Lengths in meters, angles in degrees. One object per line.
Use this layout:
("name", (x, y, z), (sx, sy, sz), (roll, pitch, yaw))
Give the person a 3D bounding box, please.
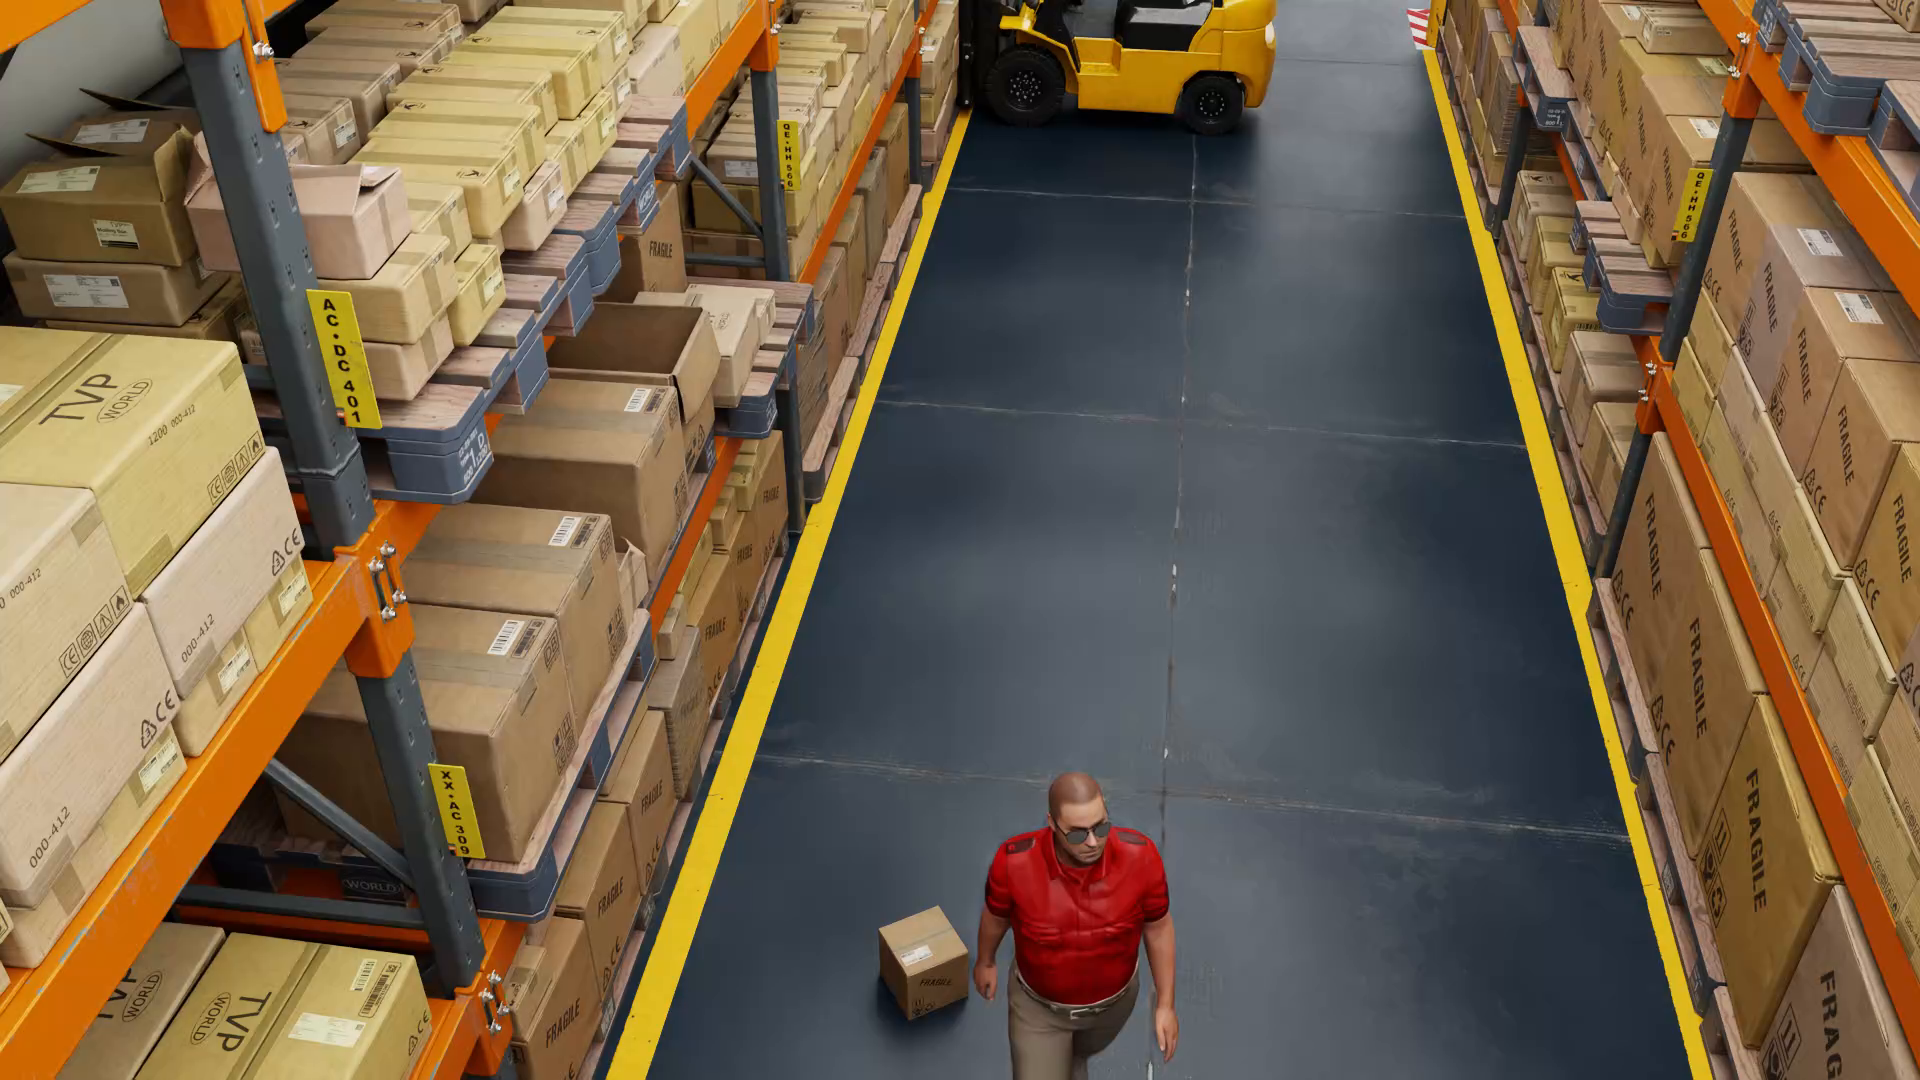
("person", (0.369, 1.428, 5.057), (0.586, 1.677, 0.973), (-5, 36, -7))
